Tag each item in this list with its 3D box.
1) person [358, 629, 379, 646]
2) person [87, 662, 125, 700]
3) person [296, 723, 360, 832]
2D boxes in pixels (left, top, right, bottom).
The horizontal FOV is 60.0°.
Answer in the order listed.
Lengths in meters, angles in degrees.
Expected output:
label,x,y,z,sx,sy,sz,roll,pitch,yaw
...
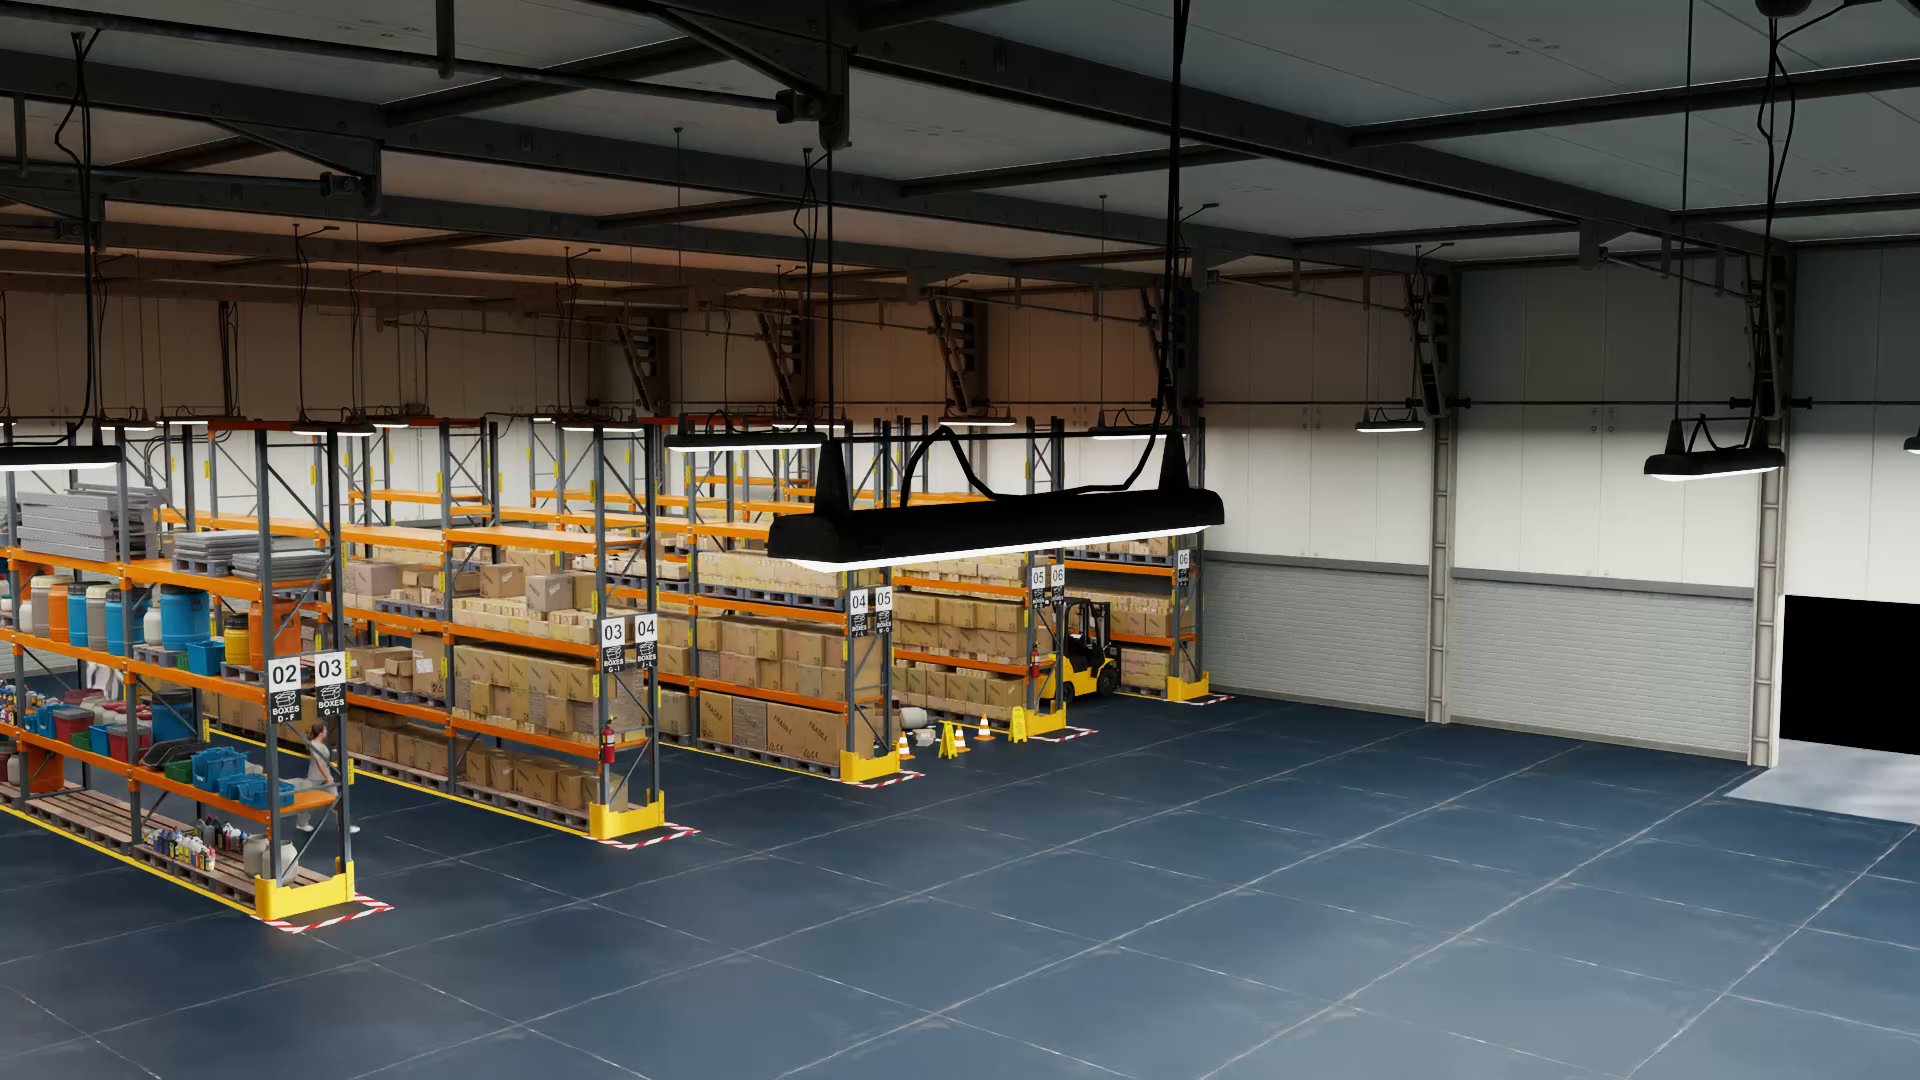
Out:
label,x,y,z,sx,sy,sz,roll,pitch,yaw
person,-14.180,2.176,39.788,0.578,1.731,0.518,-4,6,-39
person,-16.273,2.873,31.678,0.935,1.813,0.783,4,6,40
person,-9.316,3.475,24.315,0.986,1.616,0.401,2,5,19
